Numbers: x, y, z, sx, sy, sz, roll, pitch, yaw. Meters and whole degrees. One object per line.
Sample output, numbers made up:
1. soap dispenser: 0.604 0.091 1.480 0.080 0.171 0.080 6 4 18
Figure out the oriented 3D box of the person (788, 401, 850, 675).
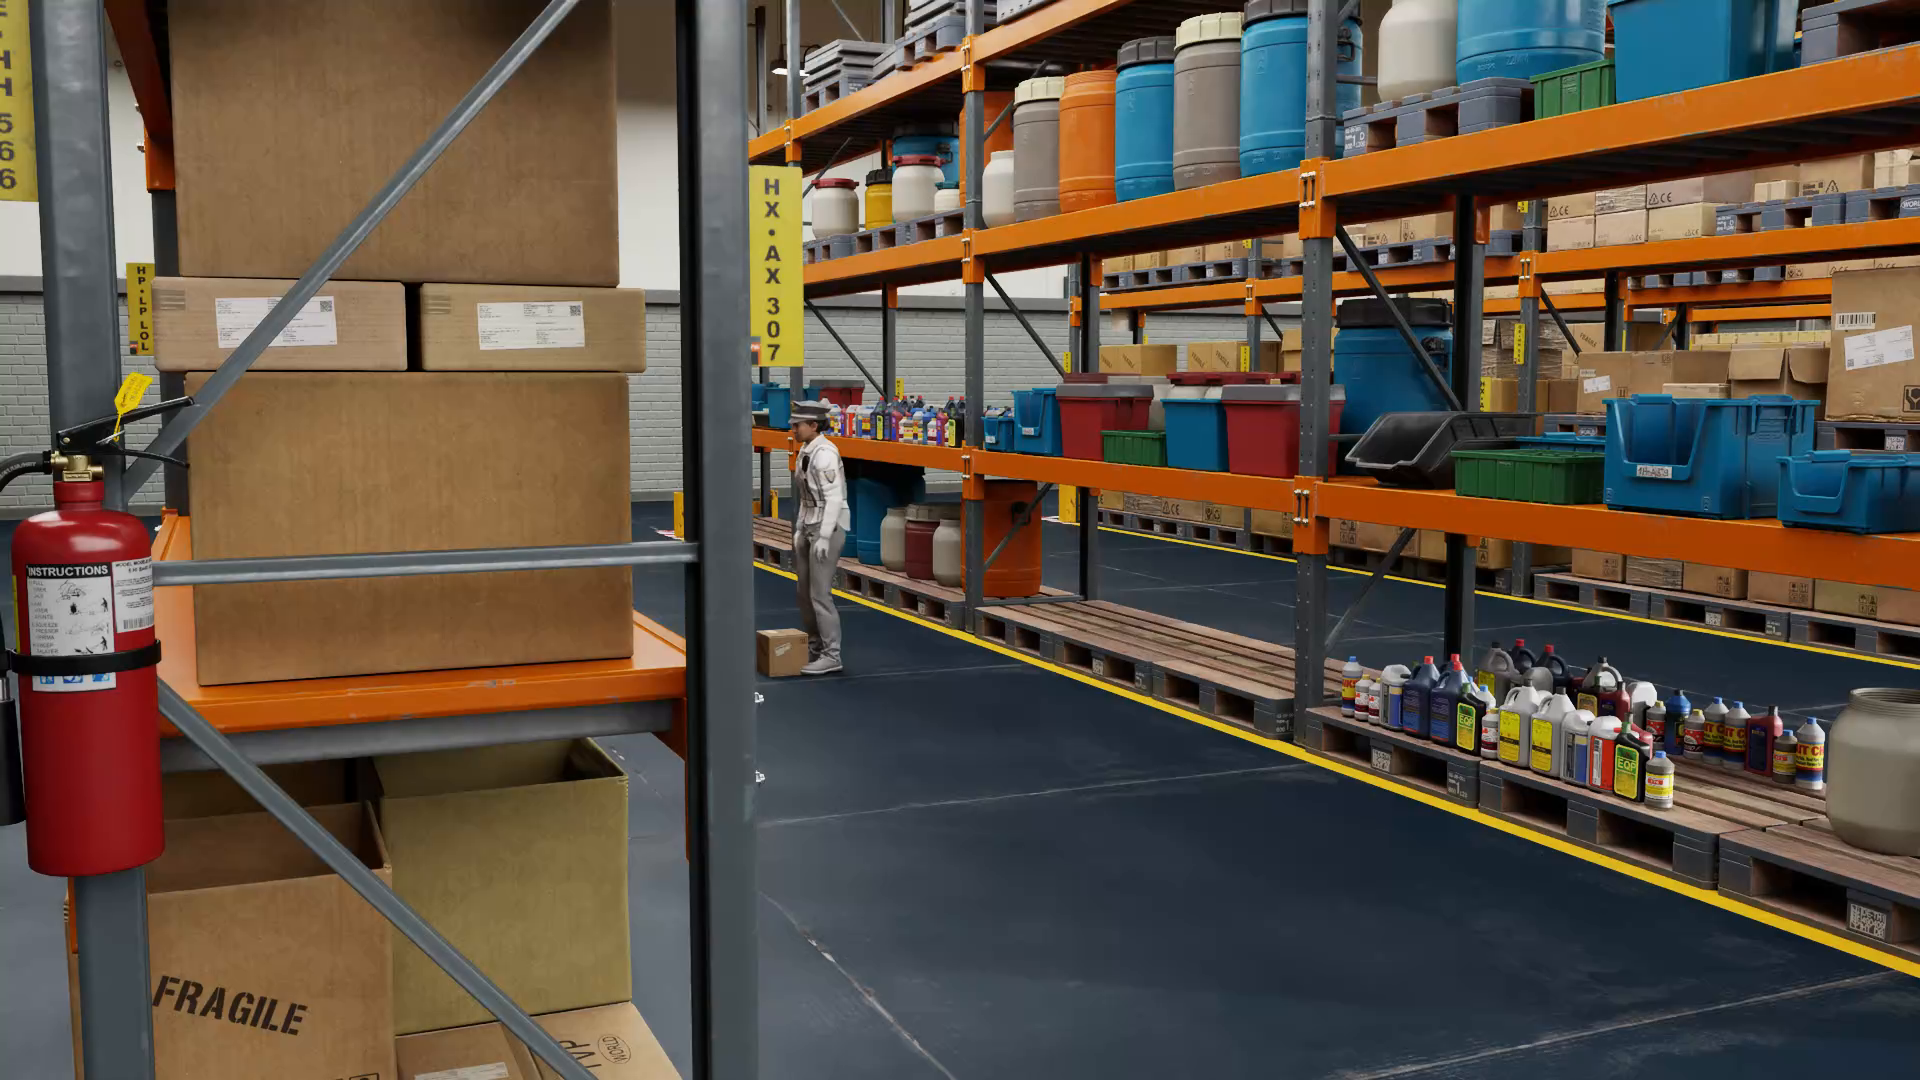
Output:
1. person: -0.875 -0.023 10.228 0.371 1.663 0.529 -2 6 -23
